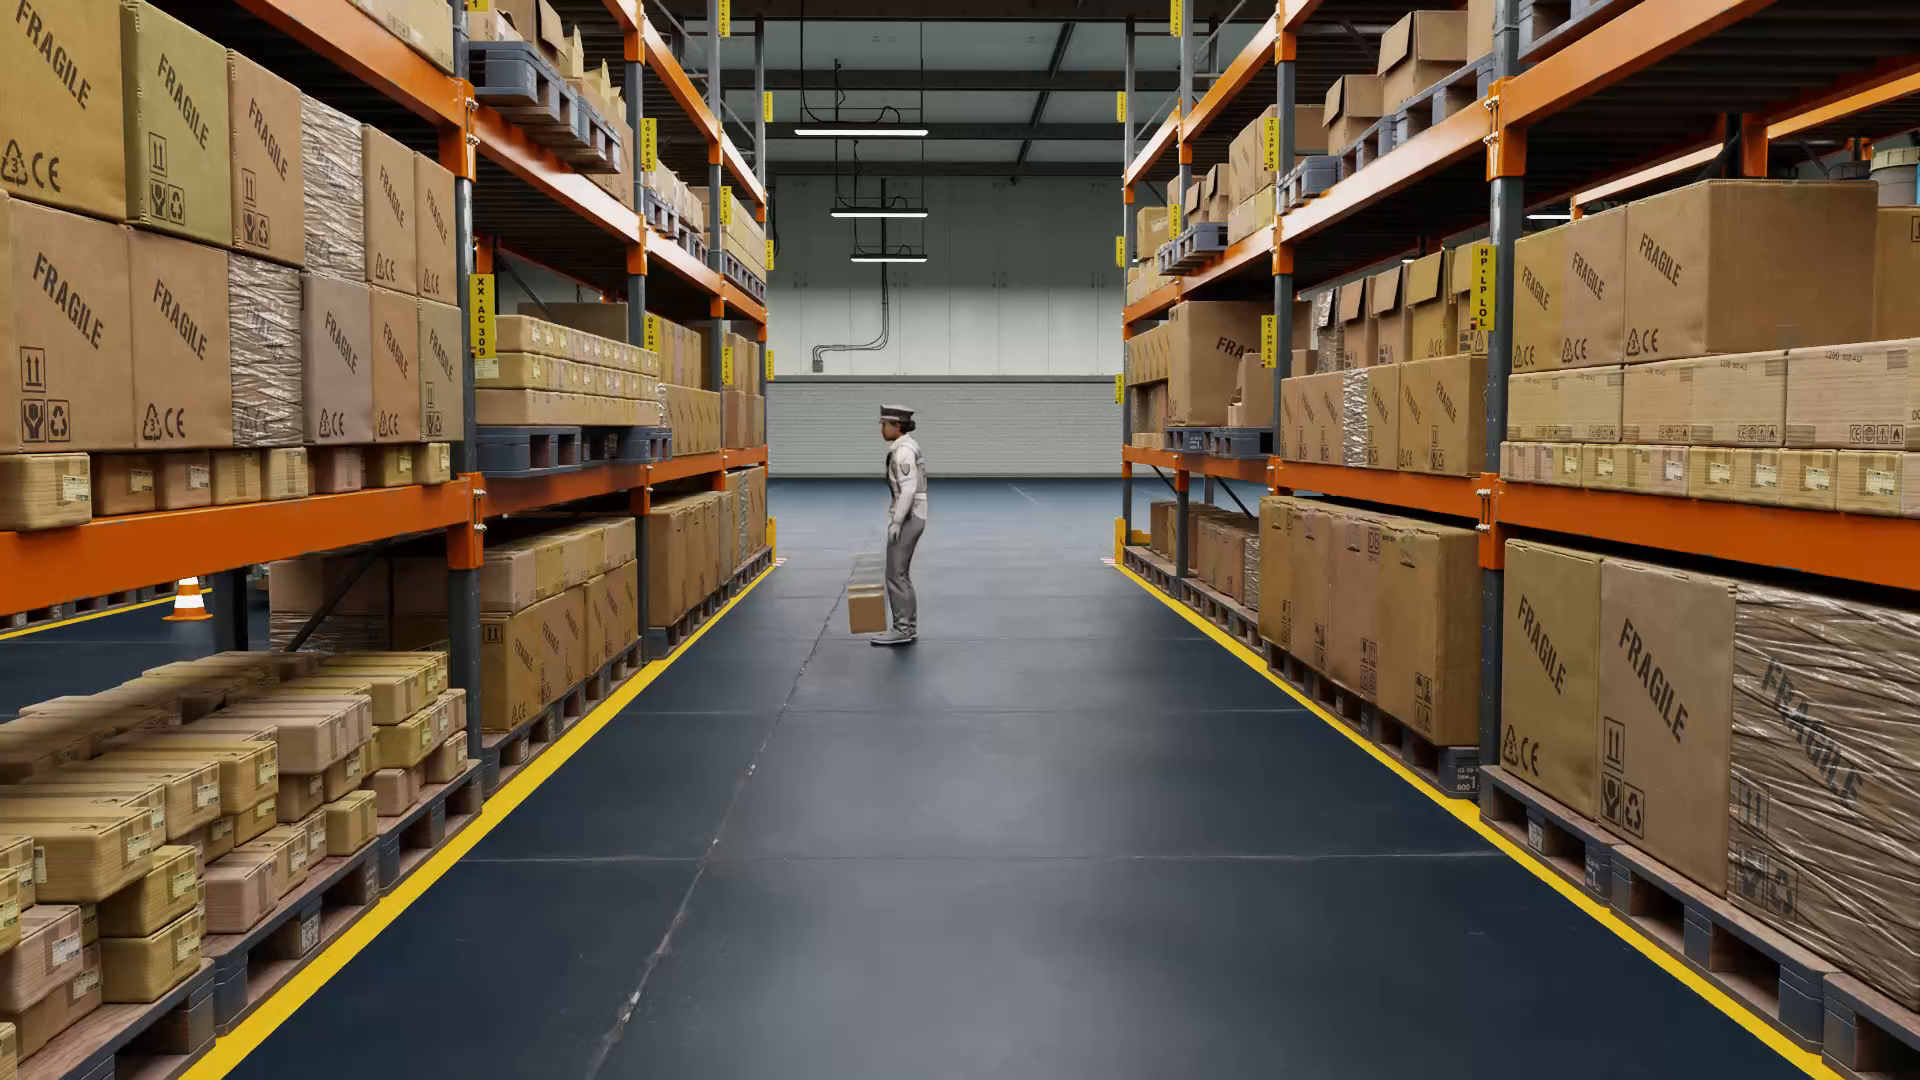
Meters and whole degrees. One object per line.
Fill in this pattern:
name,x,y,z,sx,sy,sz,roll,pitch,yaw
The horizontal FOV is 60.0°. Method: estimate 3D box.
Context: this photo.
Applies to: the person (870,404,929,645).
person,-0.423,-0.112,11.612,0.412,1.665,0.513,0,4,-3
